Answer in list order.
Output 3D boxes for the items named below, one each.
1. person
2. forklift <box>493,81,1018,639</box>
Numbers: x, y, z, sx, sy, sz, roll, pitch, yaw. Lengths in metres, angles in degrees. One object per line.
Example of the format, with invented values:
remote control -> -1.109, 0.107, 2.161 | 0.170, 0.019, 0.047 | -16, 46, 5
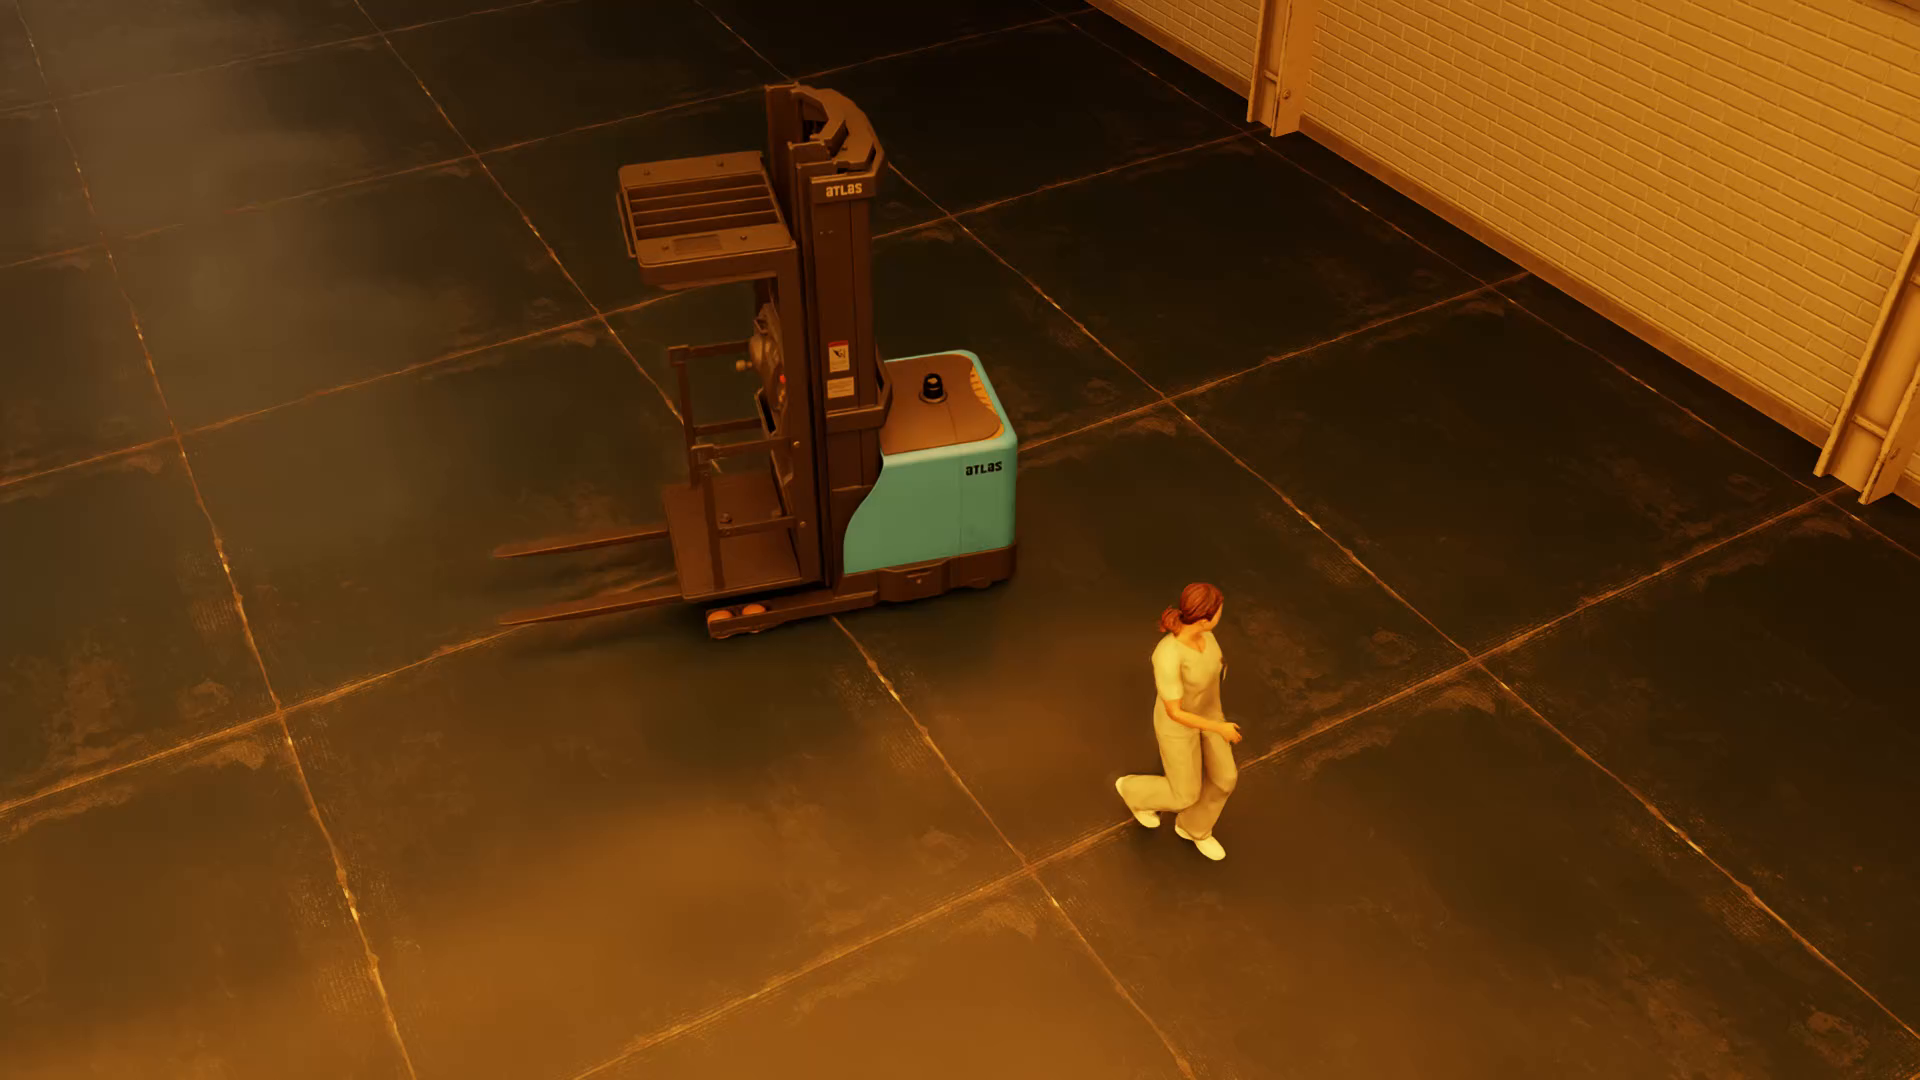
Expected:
person -> 1.134, 0.846, 8.051 | 0.586, 1.621, 0.610 | -30, 48, -31
forklift -> -1.235, -0.932, 9.159 | 3.031, 2.935, 1.130 | -10, 41, -11
